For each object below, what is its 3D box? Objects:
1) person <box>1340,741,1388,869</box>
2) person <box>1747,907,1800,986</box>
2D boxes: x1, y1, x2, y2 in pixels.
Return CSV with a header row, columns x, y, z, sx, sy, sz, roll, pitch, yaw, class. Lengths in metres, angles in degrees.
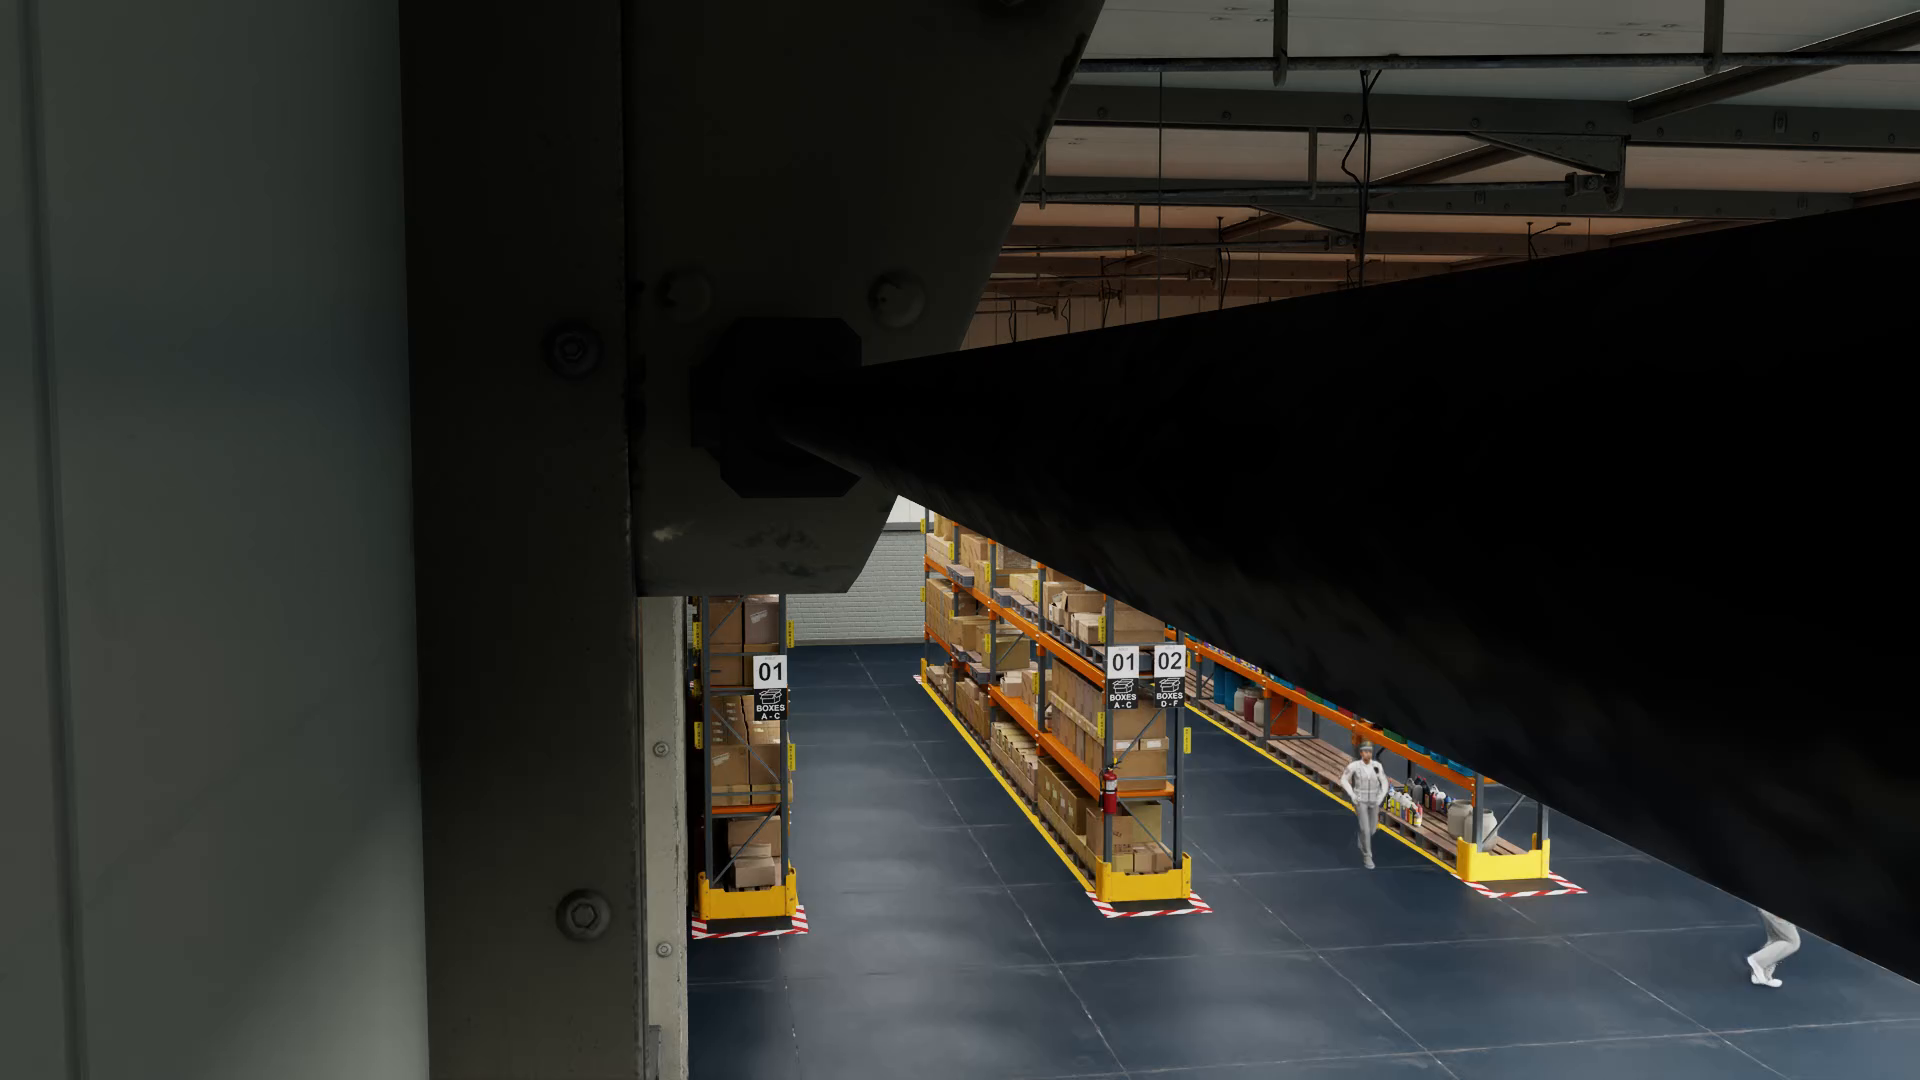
x,y,z,sx,sy,sz,roll,pitch,yaw,class
5.464,3.522,22.459,0.632,1.677,0.758,0,5,-5,person
8.712,3.952,17.771,0.552,1.638,0.577,1,5,15,person
